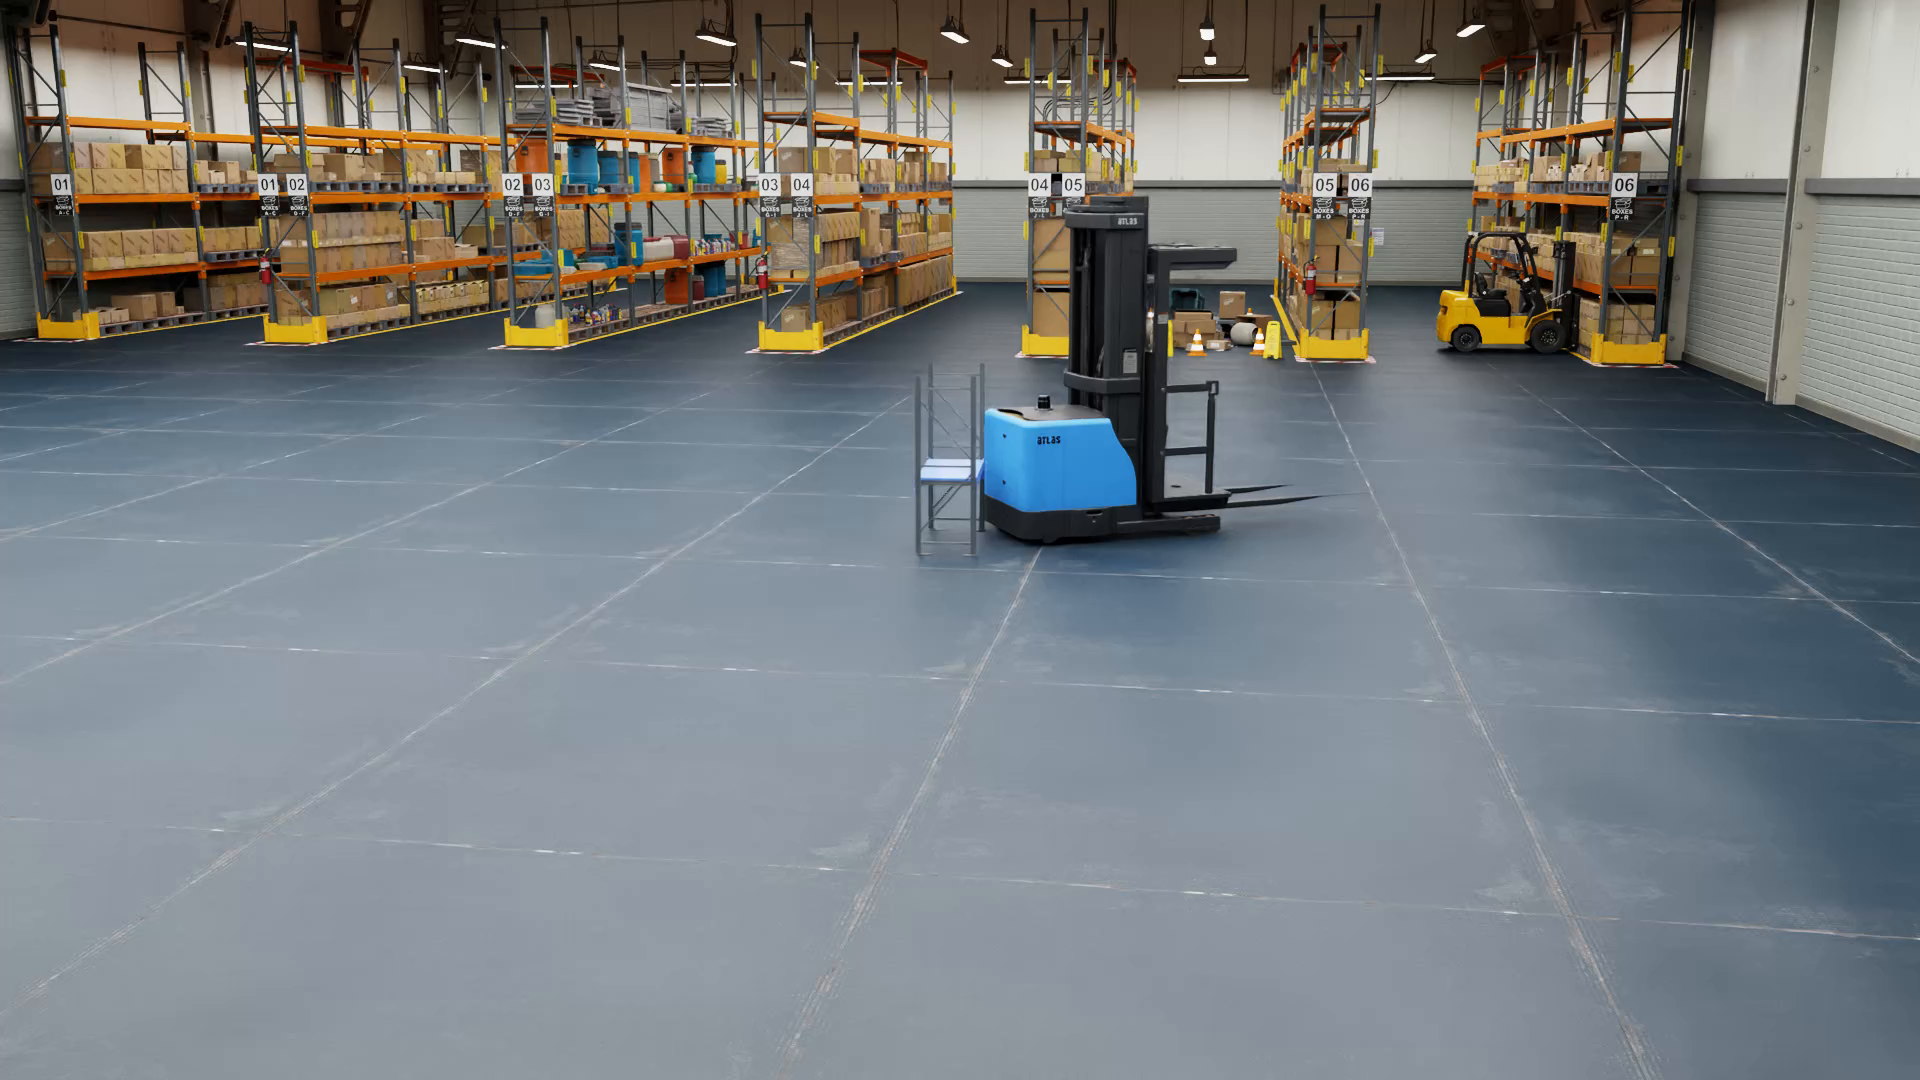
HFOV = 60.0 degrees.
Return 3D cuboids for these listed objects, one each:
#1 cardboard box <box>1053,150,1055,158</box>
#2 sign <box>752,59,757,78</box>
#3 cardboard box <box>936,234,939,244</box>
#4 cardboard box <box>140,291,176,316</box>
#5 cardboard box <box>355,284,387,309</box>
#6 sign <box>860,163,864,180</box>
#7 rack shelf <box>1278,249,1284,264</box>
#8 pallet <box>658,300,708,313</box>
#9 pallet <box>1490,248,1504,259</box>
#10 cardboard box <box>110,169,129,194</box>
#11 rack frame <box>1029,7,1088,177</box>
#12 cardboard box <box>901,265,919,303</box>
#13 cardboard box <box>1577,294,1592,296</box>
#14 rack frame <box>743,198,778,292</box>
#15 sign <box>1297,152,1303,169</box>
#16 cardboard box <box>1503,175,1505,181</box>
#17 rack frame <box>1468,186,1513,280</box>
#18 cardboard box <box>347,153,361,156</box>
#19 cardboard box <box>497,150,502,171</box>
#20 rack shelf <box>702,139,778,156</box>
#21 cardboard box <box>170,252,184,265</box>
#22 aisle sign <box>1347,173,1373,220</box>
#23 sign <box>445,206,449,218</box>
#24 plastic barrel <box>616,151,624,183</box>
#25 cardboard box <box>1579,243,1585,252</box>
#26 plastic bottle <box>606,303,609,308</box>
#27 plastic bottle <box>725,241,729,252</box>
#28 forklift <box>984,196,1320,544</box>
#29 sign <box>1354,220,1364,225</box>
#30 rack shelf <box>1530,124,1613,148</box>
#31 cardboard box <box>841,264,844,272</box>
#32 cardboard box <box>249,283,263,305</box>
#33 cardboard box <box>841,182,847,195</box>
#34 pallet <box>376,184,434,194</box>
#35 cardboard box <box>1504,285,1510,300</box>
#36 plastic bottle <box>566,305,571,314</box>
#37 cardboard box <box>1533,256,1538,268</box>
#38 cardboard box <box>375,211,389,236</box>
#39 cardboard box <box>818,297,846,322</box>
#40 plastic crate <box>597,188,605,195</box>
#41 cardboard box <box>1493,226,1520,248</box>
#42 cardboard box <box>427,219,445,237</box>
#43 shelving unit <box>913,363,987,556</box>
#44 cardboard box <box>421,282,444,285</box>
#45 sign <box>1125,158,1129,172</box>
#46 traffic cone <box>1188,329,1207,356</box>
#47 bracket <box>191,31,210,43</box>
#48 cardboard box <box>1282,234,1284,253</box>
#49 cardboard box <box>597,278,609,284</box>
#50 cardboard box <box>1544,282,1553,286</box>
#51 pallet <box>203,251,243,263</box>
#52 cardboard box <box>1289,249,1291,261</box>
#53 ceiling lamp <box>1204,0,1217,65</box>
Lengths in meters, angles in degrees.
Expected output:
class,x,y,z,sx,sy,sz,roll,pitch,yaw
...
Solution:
class,x,y,z,sx,sy,sz,roll,pitch,yaw
cardboard box,1.518,-7.015,30.274,0.380,0.149,0.250,2,12,10
sign,-3.709,-8.512,30.037,0.100,0.325,0.005,2,12,9
cardboard box,-0.832,-7.894,43.651,0.500,0.250,0.500,2,12,10
cardboard box,-17.352,-5.113,35.987,0.500,0.500,0.500,1,12,4
cardboard box,-12.353,-5.094,34.758,0.500,0.500,0.500,2,12,9
sign,-2.011,-7.559,34.100,0.100,0.325,0.005,2,12,9
rack shelf,8.782,-7.264,42.789,1.077,0.370,4.000,2,12,9
pallet,-6.747,-5.651,40.214,1.003,0.211,1.213,2,12,9
pallet,13.148,-6.783,39.304,1.003,0.211,1.213,2,12,9
cardboard box,-17.355,-7.310,33.887,0.500,0.500,0.500,2,12,11
rack frame,1.722,-7.774,29.205,1.000,3.000,0.127,2,12,9
cardboard box,-1.662,-6.183,40.111,1.225,0.875,0.875,2,12,9
cardboard box,11.676,-4.528,31.539,0.500,0.250,0.500,2,12,9
rack frame,-5.597,-8.514,46.880,1.000,3.000,0.127,2,12,9
sign,6.695,-7.463,32.722,0.100,0.325,0.005,2,12,9
cardboard box,12.785,-8.375,38.479,0.380,0.149,0.250,2,12,8
rack frame,13.994,-7.872,43.903,1.000,3.000,0.127,2,12,9
cardboard box,-16.124,-10.169,44.782,0.500,0.500,0.500,2,12,8
cardboard box,-11.491,-9.317,40.875,0.500,0.500,0.500,2,12,9
rack shelf,-5.905,-10.483,44.434,1.077,0.370,4.000,2,12,9
cardboard box,-17.090,-6.062,35.809,0.500,0.250,0.500,2,12,9
aisle sign,6.925,-5.950,28.810,0.394,0.787,0.004,2,12,9
sign,-14.852,-9.496,48.128,0.100,0.325,0.005,2,12,9
plastic barrel,-7.478,-7.976,36.076,0.600,0.901,0.600,0,12,0
cardboard box,11.582,-5.361,30.474,0.380,0.149,0.250,2,12,7
plastic bottle,-7.399,-4.797,34.878,0.144,0.351,0.185,2,12,9
plastic bottle,-5.944,-7.482,42.369,0.061,0.283,0.133,2,12,9
forklift,1.779,-1.572,14.829,3.031,2.935,1.130,-4,13,-20
sign,11.964,-9.557,49.760,0.339,0.242,0.001,2,12,9
rack shelf,12.456,-8.176,33.729,1.077,0.370,4.000,2,12,9
cardboard box,-2.532,-5.420,33.119,0.380,0.149,0.250,2,12,9
cardboard box,-16.918,-5.803,39.191,0.700,0.500,0.500,2,12,8
cardboard box,-2.524,-6.931,32.768,0.500,0.250,0.500,2,12,8
pallet,-12.214,-7.734,36.595,0.805,0.209,1.217,1,12,6
cardboard box,12.843,-5.607,38.327,0.500,0.500,0.500,1,12,7
plastic bottle,-8.071,-4.654,34.211,0.144,0.351,0.185,2,12,8
cardboard box,12.300,-5.837,34.816,0.500,0.250,0.500,1,12,7
cardboard box,-12.475,-6.663,34.972,0.700,0.500,0.500,2,12,9
cardboard box,-2.650,-4.757,34.383,0.500,0.500,0.500,1,12,7
plastic crate,-7.290,-7.006,33.389,0.243,0.136,0.396,2,12,9
cardboard box,13.084,-7.200,39.551,0.700,0.500,0.500,2,12,10
cardboard box,-15.455,-8.875,47.844,0.980,0.700,0.700,2,12,11
shelving unit,-0.076,-0.710,14.229,0.538,1.500,1.048,1,12,5
cardboard box,-12.245,-5.830,38.625,0.500,0.311,0.500,2,12,7
sign,4.116,-9.234,40.936,0.100,0.325,0.005,2,12,9
traffic cone,4.271,-3.558,29.906,0.336,0.463,0.334,2,12,9
bracket,-17.384,-11.522,38.051,0.235,0.232,0.430,2,12,9
cardboard box,8.366,-7.461,41.755,0.500,0.500,0.500,2,12,7
cardboard box,-10.331,-7.547,47.283,0.500,0.500,0.500,2,12,9
cardboard box,13.220,-5.660,37.036,0.380,0.149,0.250,2,12,10
pallet,-16.970,-6.398,37.515,1.003,0.211,1.213,2,12,9
cardboard box,7.680,-6.408,37.461,0.500,0.250,0.500,1,12,7
ceiling lamp,6.188,-12.883,39.057,0.800,3.185,2.000,2,12,9
